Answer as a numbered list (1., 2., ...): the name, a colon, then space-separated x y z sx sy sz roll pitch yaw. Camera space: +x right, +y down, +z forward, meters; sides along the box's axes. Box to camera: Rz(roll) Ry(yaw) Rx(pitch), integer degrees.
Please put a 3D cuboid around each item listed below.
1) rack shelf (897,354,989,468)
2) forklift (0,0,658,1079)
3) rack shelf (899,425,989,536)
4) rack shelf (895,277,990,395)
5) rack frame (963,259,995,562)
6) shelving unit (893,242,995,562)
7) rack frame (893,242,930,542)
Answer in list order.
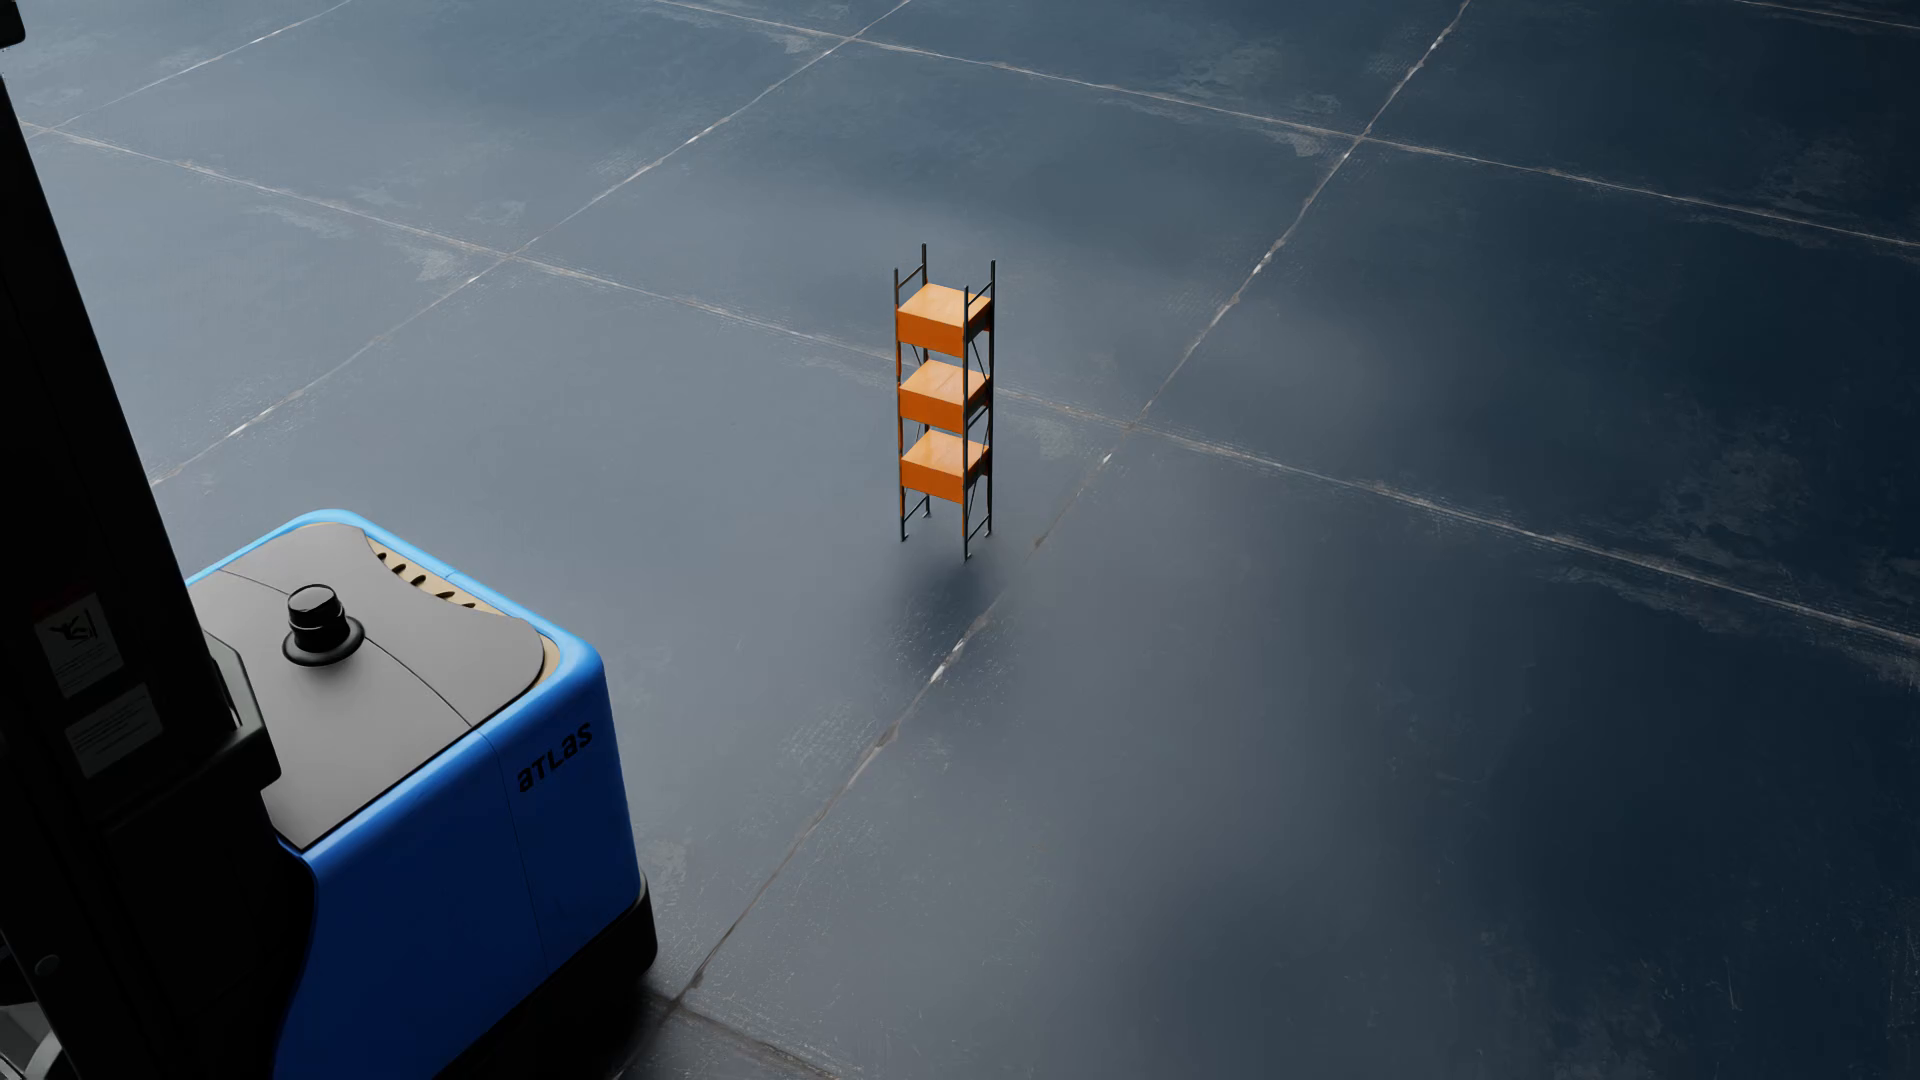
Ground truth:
1. rack shelf: -0.048 -0.425 5.459 0.240 0.259 0.215 17 41 21
2. forklift: -2.052 0.476 2.699 1.130 2.935 3.031 24 43 28
3. rack shelf: -0.048 -0.203 5.627 0.240 0.259 0.215 17 41 21
4. rack shelf: -0.048 -0.651 5.287 0.240 0.259 0.215 17 41 21
5. rack frame: 0.061 -0.399 5.407 0.008 1.050 0.200 17 41 21
6. shelving unit: -0.048 -0.433 5.452 0.252 1.050 0.215 17 41 21
7. rack frame: -0.156 -0.467 5.497 0.008 1.050 0.200 17 41 21
